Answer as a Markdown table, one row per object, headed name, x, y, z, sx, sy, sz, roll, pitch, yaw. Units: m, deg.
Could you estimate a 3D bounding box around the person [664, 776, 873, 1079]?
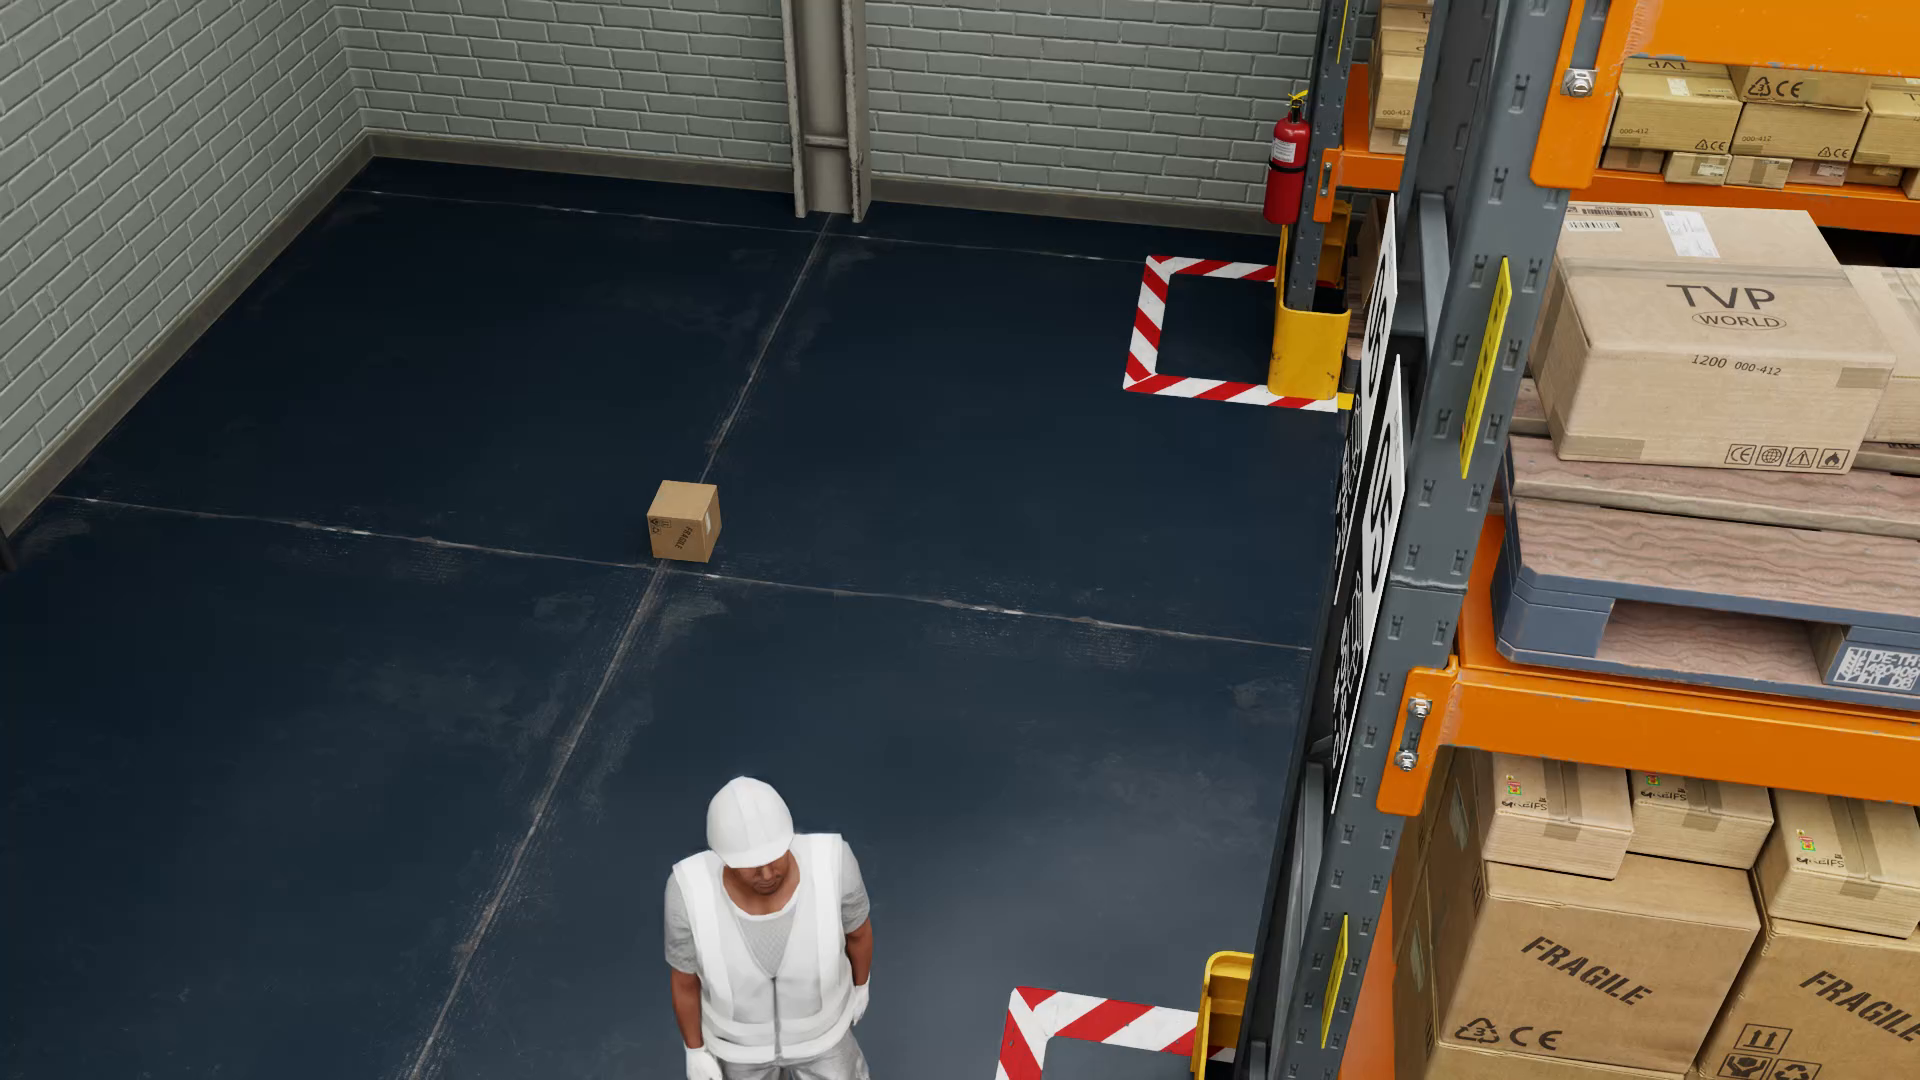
| name | x | y | z | sx | sy | sz | roll | pitch | yaw |
| --- | --- | --- | --- | --- | --- | --- | --- | --- | --- |
| person | -0.490 | 1.343 | 4.524 | 0.549 | 1.801 | 0.451 | -5 | 40 | -6 |
